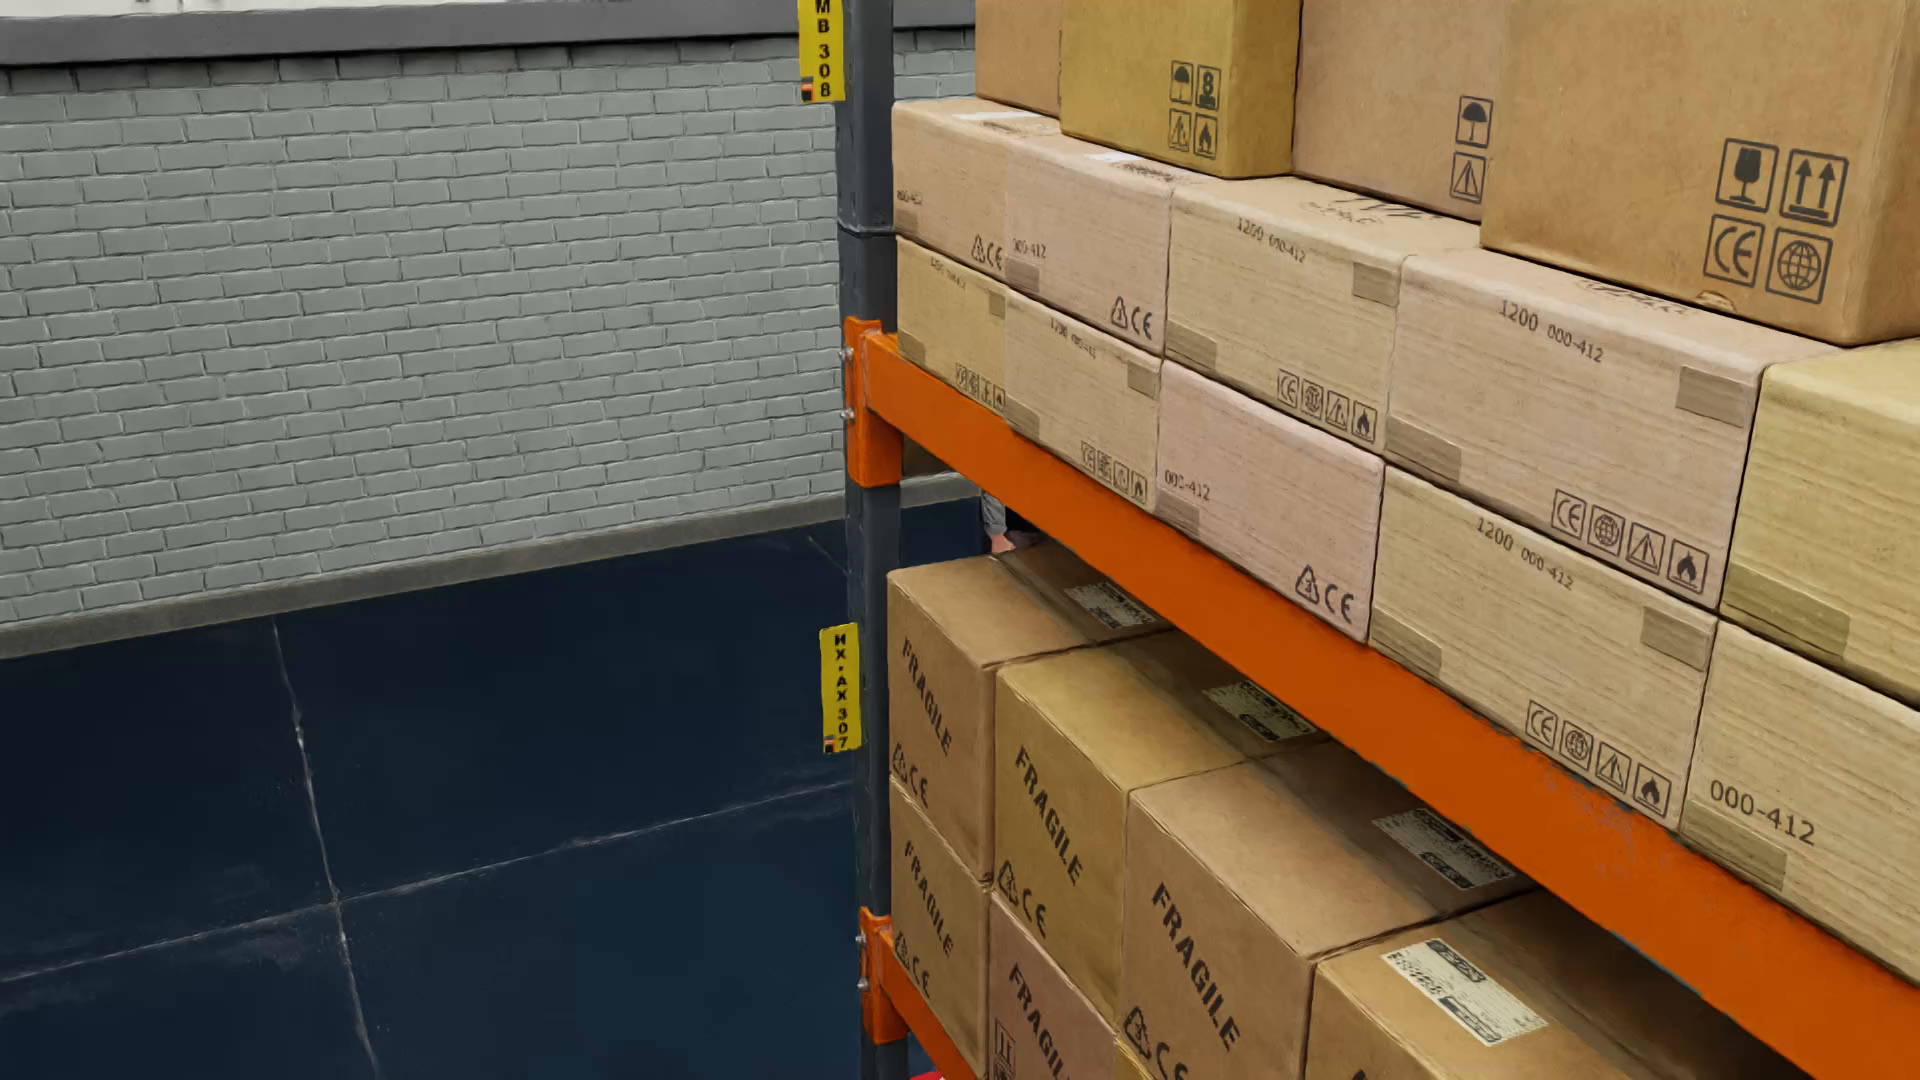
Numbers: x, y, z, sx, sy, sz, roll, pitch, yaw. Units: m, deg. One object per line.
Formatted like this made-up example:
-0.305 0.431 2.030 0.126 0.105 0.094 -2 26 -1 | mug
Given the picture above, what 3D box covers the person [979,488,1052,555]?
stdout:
0.164 -0.050 7.745 0.512 1.714 0.728 12 25 27 | person
